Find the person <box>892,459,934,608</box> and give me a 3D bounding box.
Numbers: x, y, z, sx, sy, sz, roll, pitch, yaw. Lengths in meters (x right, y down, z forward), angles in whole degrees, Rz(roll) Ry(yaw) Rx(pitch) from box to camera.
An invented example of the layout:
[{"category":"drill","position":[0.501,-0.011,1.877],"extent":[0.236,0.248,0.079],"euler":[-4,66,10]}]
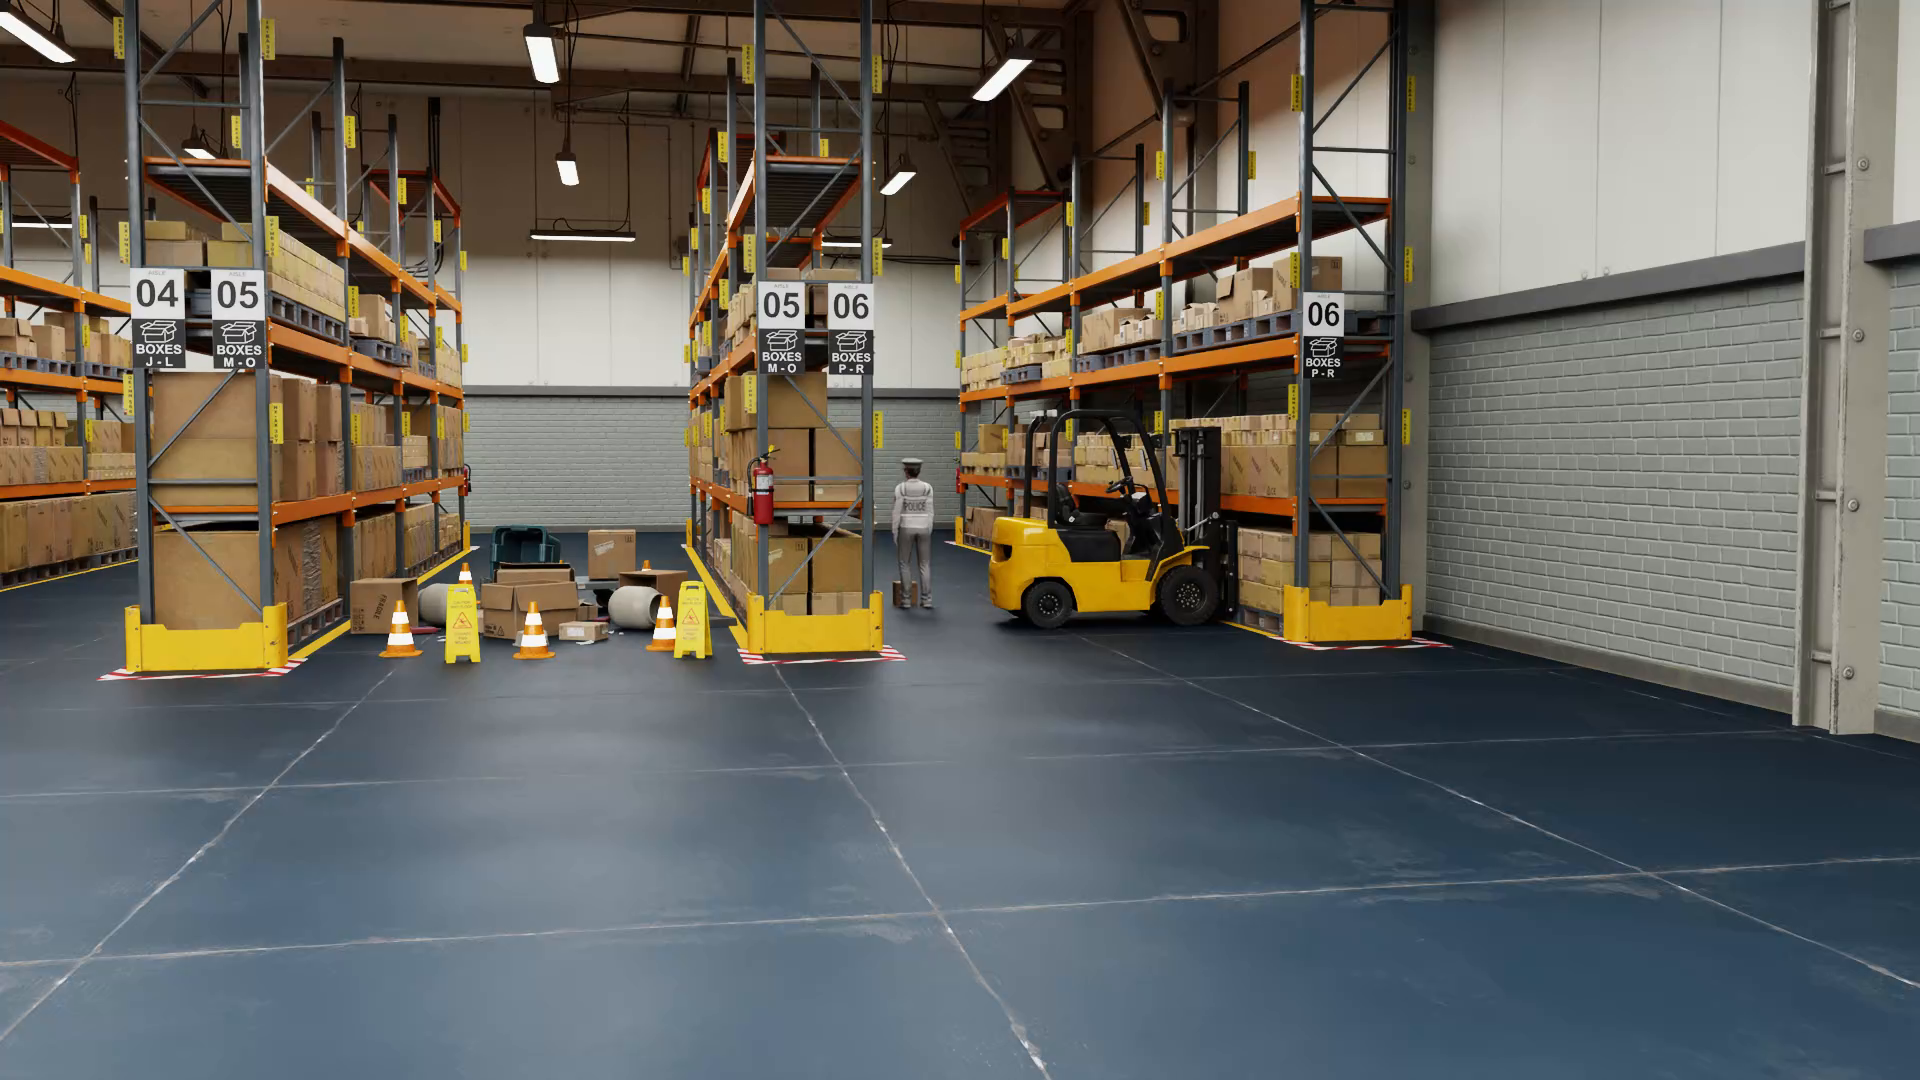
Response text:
[{"category":"person","position":[-0.531,-0.069,18.504],"extent":[0.467,1.669,0.328],"euler":[-1,3,-14]}]
